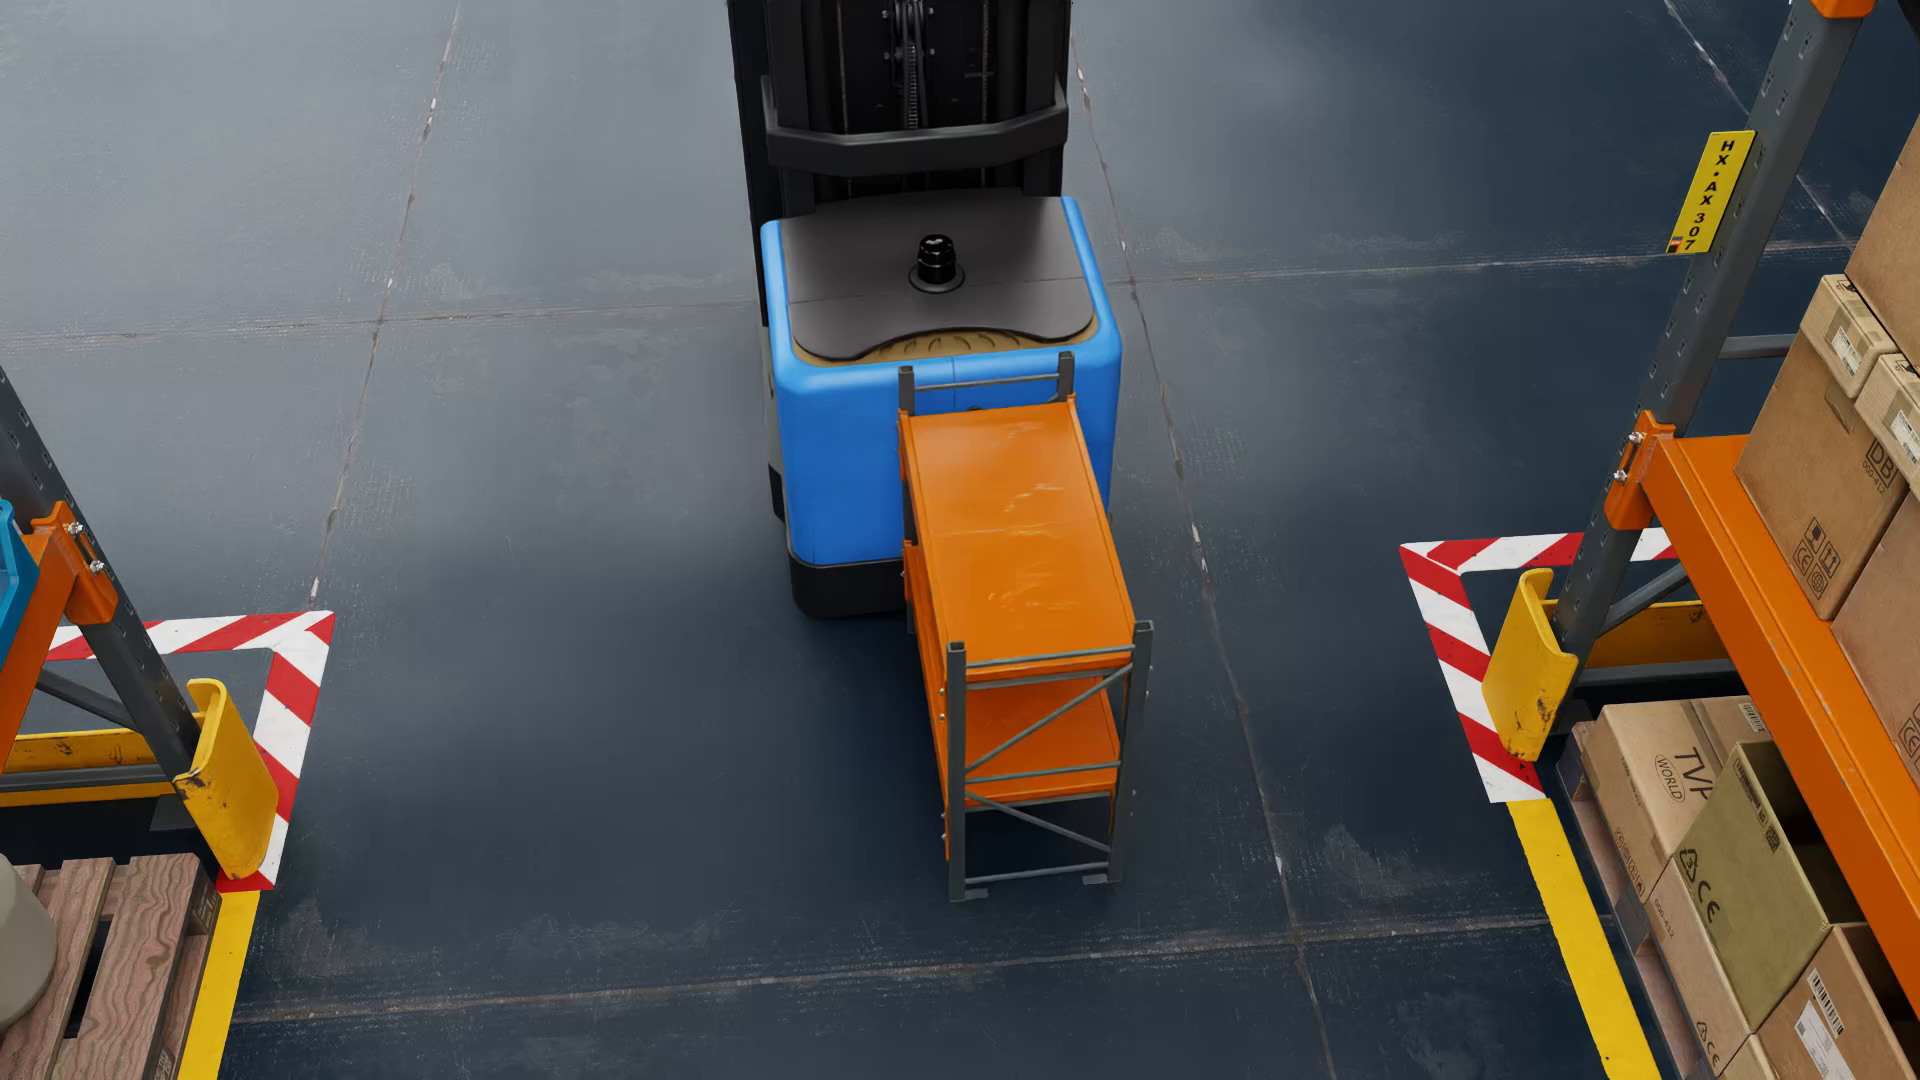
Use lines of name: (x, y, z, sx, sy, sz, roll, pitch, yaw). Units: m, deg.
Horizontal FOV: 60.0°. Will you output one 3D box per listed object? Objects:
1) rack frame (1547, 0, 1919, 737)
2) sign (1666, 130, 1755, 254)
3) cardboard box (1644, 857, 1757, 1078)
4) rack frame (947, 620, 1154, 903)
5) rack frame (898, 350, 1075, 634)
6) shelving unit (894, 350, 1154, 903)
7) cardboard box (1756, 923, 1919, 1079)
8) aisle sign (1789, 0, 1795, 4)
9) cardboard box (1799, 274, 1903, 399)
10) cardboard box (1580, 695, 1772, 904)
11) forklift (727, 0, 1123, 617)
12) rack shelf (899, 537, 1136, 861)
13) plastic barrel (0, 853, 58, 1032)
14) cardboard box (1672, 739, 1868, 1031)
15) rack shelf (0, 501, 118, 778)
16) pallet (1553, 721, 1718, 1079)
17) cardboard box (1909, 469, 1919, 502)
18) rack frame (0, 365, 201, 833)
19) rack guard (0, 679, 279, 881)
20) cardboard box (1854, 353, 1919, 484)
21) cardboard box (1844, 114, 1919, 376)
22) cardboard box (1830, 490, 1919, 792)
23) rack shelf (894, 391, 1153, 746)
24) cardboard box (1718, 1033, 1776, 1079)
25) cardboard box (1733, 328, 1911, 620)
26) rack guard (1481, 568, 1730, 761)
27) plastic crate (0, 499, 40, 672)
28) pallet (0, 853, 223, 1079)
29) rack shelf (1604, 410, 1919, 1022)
rack frame: (2.256, -0.490, 4.149, 1.000, 3.000, 0.127, -3, 47, -3)
sign: (1.702, -0.786, 3.778, 0.100, 0.325, 0.005, -3, 47, -3)
cardboard box: (2.125, 1.074, 4.272, 0.500, 0.250, 0.500, -3, 47, -3)
rack frame: (0.218, 0.617, 4.391, 0.500, 1.125, 0.032, -6, 47, -6)
rack frame: (0.075, -0.114, 5.084, 0.500, 1.125, 0.032, -6, 47, -6)
shelving unit: (0.147, 0.251, 4.737, 0.538, 1.125, 1.048, -6, 47, -6)
cardboard box: (2.178, 1.177, 3.658, 0.500, 0.500, 0.500, -3, 47, -3)
aisle sign: (1.945, -1.413, 3.232, 0.394, 0.787, 0.004, -3, 47, -3)
cardboard box: (2.074, -0.451, 3.595, 0.380, 0.149, 0.250, -4, 47, -4)
cardboard box: (2.079, 0.712, 4.614, 0.500, 0.250, 0.500, -3, 47, -3)
forklift: (-0.225, -1.838, 5.472, 1.130, 2.935, 3.031, -6, 47, -6)
rack shelf: (0.147, 0.419, 4.915, 0.538, 0.278, 1.000, -6, 47, -6)
plastic barrel: (-2.549, 0.990, 4.170, 0.421, 0.512, 0.421, 0, 47, 0)
cardboard box: (2.123, 0.816, 3.999, 0.500, 0.500, 0.500, -3, 47, -3)
rack shelf: (-2.513, 1.502, 2.757, 1.077, 0.370, 4.000, -3, 47, -3)
pallet: (2.362, 1.019, 4.639, 1.003, 0.211, 1.213, -3, 47, -3)
cardboard box: (2.118, -0.080, 3.244, 0.380, 0.149, 0.250, -3, 47, -3)
rack frame: (-2.680, -0.192, 3.866, 1.000, 3.000, 0.127, -3, 47, -3)
rack guard: (-2.627, 0.720, 4.724, 1.175, 0.500, 0.348, -3, 47, -3)
cardboard box: (2.099, -0.260, 3.415, 0.380, 0.149, 0.250, -5, 47, -4)
cardboard box: (2.287, -0.594, 3.284, 0.700, 0.500, 0.500, -3, 47, -3)
cardboard box: (2.331, 0.193, 3.432, 0.700, 0.500, 0.500, -2, 47, -2)
rack shelf: (0.147, 0.050, 4.525, 0.538, 0.278, 1.000, -6, 47, -6)
cardboard box: (2.166, 1.435, 3.929, 0.500, 0.250, 0.500, -3, 47, -3)
cardboard box: (2.282, -0.186, 3.792, 0.700, 0.500, 0.500, -3, 47, -3)
rack guard: (2.254, 0.352, 5.073, 1.175, 0.500, 0.348, -3, 47, -3)
plastic crate: (-2.340, 0.203, 3.594, 0.499, 0.251, 0.616, -3, 47, -3)
pallet: (-2.565, 1.407, 4.272, 1.003, 0.211, 1.213, -3, 47, -3)
rack shelf: (2.423, 1.204, 3.039, 1.077, 0.370, 4.000, -3, 47, -3)
